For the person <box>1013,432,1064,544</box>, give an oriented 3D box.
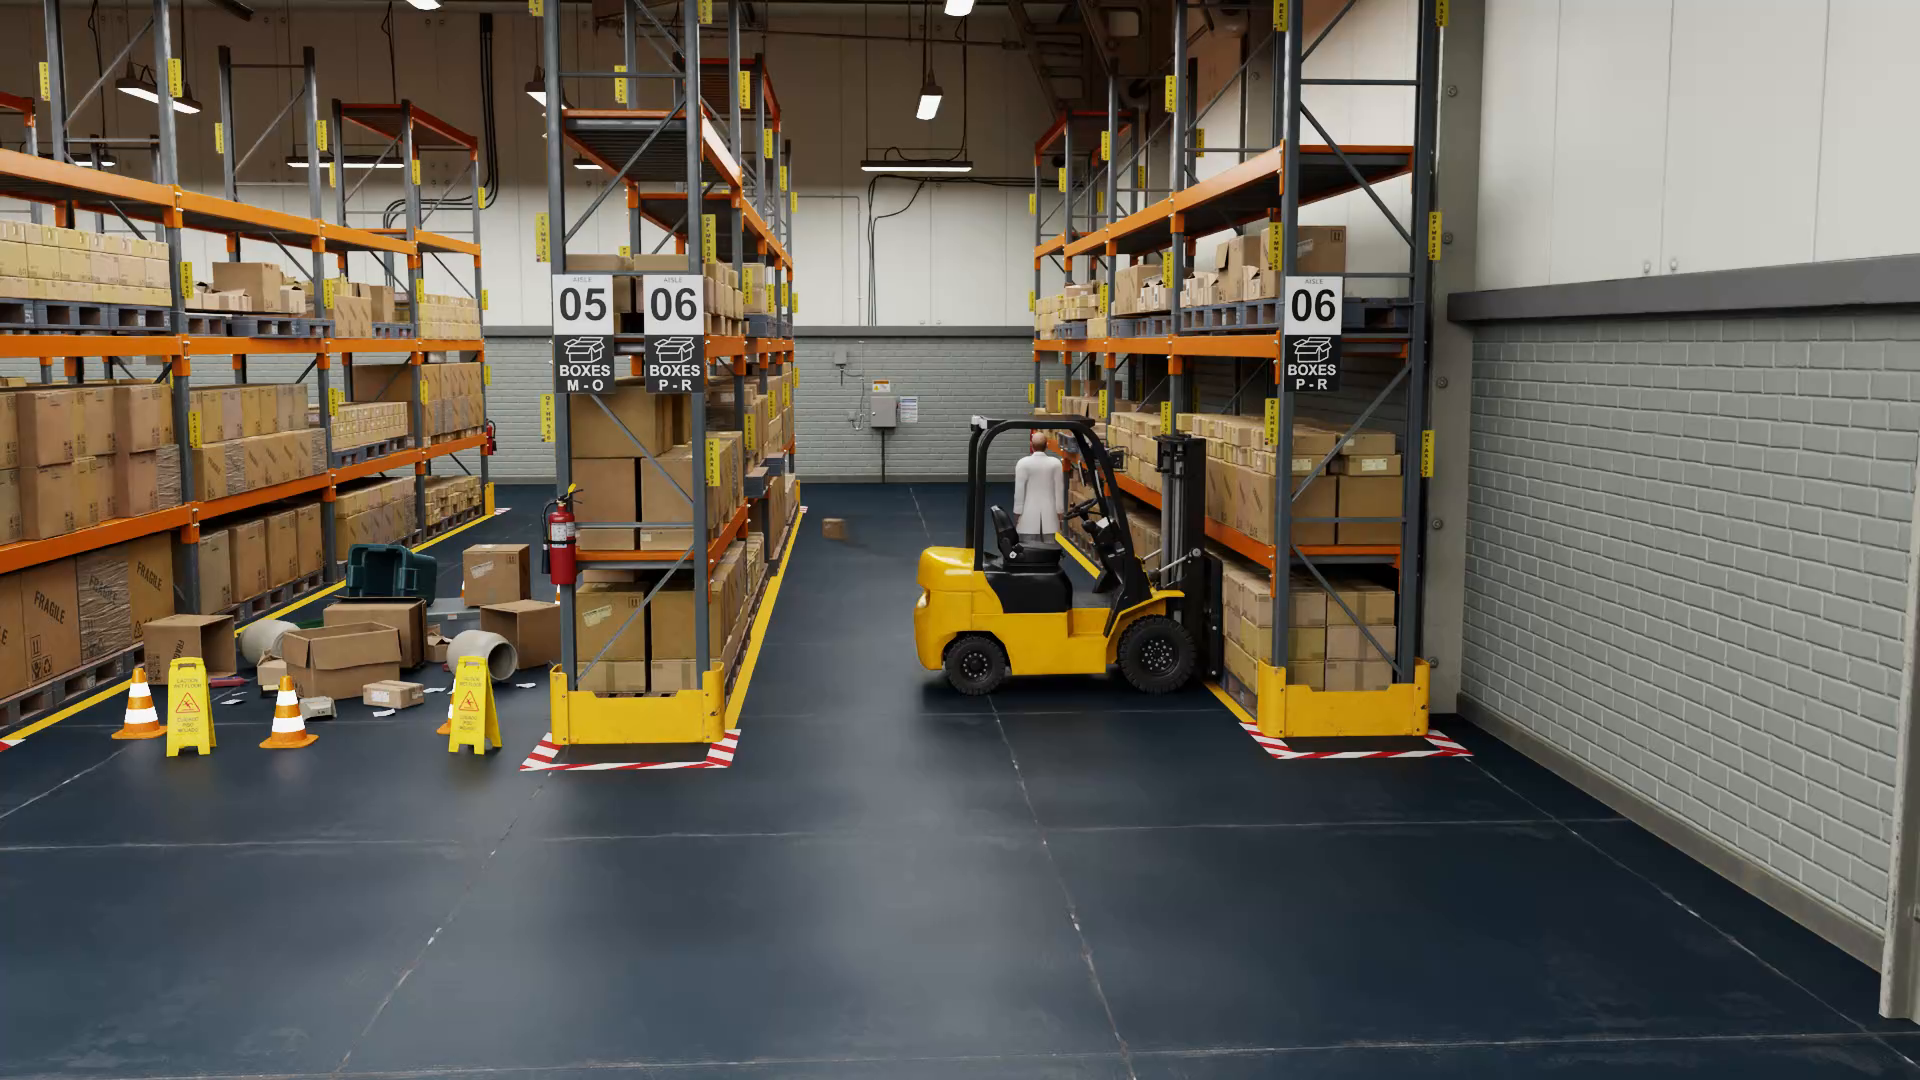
[{"bbox_3d":[0.856,-0.291,18.245,0.565,1.783,0.377,-1,7,-8],"label":"person"}]
